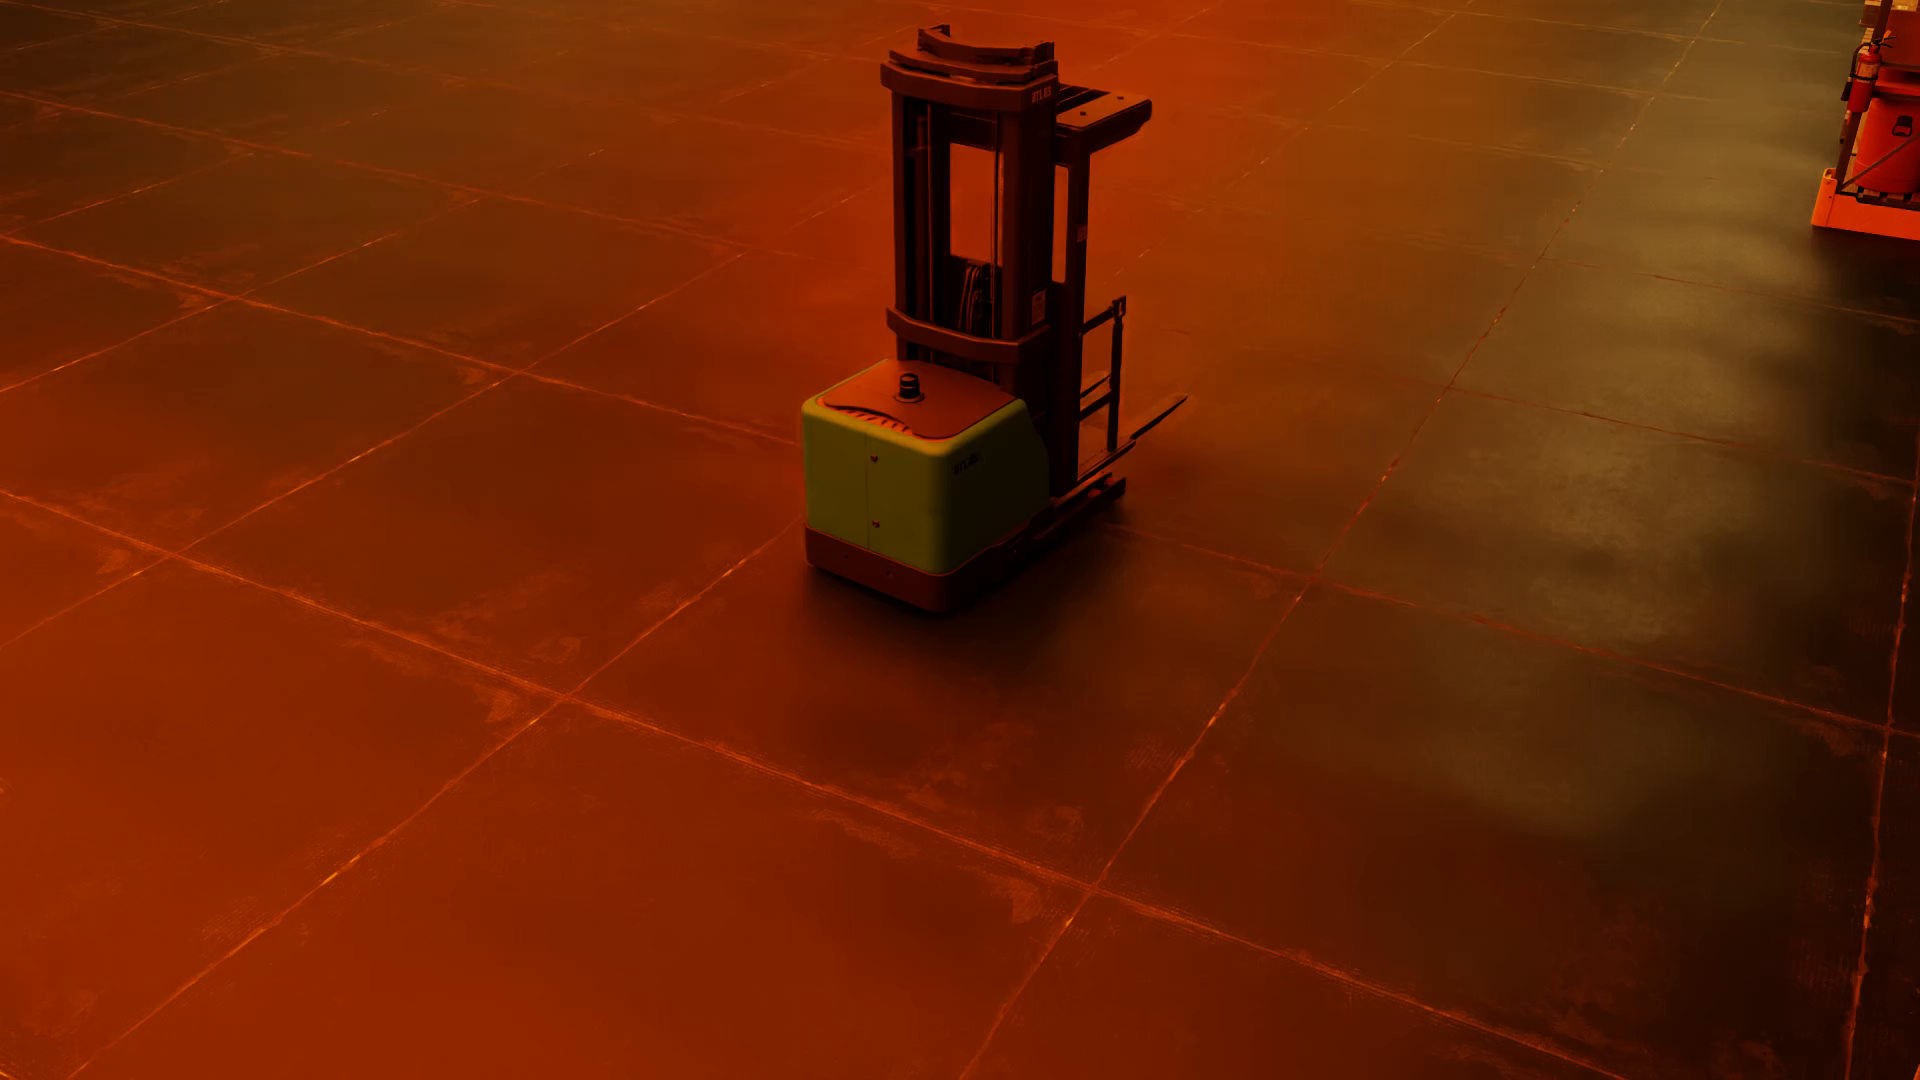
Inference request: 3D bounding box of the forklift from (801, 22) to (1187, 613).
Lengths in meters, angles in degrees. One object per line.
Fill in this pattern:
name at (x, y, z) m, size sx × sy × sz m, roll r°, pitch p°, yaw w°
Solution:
forklift at (0.379, -1.550, 9.756) m, size 1.130 × 2.935 × 3.031 m, roll 20°, pitch 36°, yaw 31°
